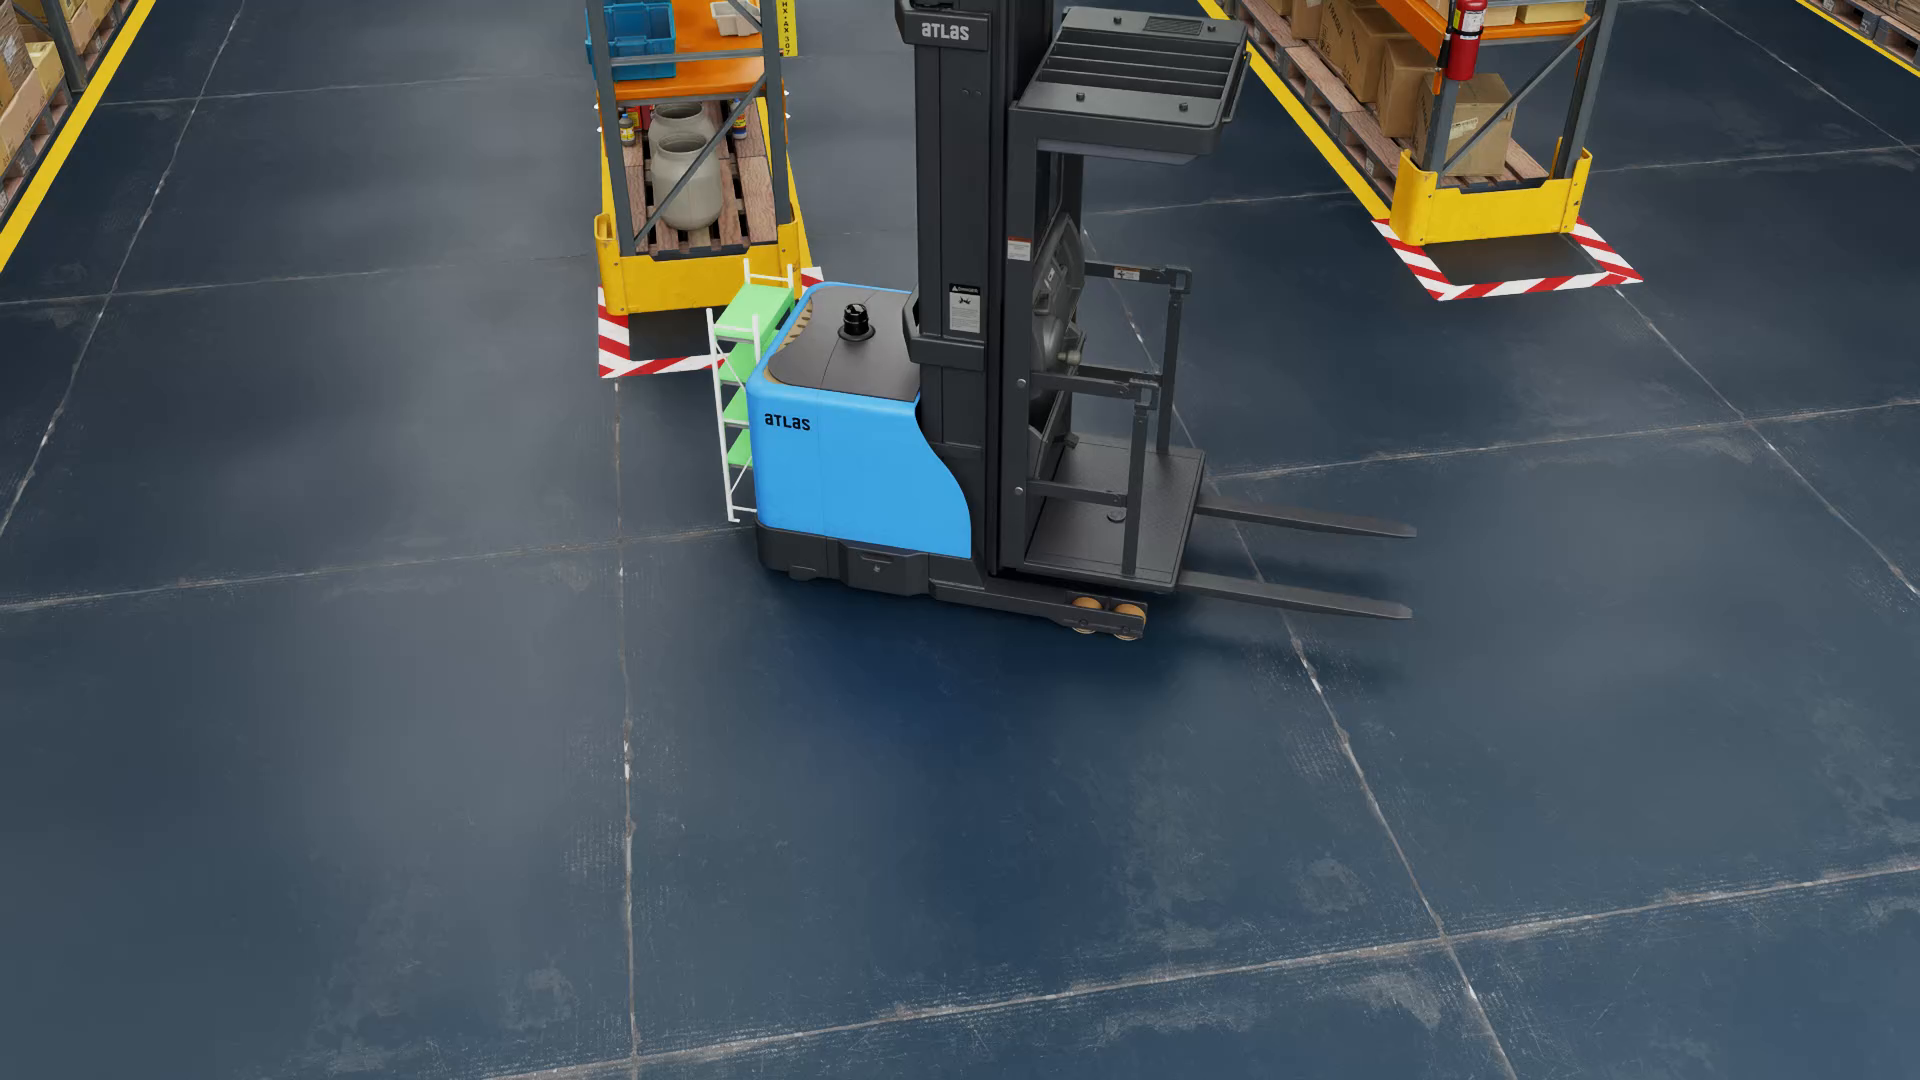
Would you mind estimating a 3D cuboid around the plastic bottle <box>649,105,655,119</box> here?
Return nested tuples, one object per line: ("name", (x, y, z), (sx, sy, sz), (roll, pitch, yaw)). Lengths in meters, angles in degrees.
("plastic bottle", (-2.165, -3.029, 11.526), (0.097, 0.201, 0.097), (0, 38, 0))

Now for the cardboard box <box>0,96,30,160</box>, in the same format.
("cardboard box", (-6.592, -2.740, 11.131), (0.500, 0.250, 0.500), (-6, 38, -8))

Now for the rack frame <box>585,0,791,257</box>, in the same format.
("rack frame", (-1.490, -2.635, 9.096), (1.000, 3.000, 0.127), (-6, 38, -8))

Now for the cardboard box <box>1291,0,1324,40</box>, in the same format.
("cardboard box", (2.824, -4.171, 12.769), (0.500, 0.500, 0.500), (5, 38, 7))

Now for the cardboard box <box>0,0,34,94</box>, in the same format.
("cardboard box", (-6.695, -3.336, 11.287), (0.500, 0.500, 0.500), (-6, 38, -8))

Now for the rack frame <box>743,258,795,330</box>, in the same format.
("rack frame", (-0.912, -0.845, 8.260), (0.240, 1.200, 0.015), (9, 39, 11))

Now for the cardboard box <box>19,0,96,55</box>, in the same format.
("cardboard box", (-6.895, -3.870, 12.586), (0.500, 0.250, 0.500), (-7, 38, -9))

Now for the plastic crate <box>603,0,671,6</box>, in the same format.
("plastic crate", (-1.980, -3.239, 9.995), (0.499, 0.251, 0.408), (-6, 38, -8))

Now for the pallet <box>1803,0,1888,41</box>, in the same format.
("pallet", (7.643, -4.487, 13.753), (1.003, 0.211, 1.213), (-6, 38, -8))

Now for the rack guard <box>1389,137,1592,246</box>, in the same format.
("rack guard", (3.373, -2.226, 10.608), (1.175, 0.500, 0.348), (-6, 38, -8))

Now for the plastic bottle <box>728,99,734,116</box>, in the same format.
("plastic bottle", (-1.561, -3.067, 11.517), (0.097, 0.271, 0.097), (0, 38, 0))

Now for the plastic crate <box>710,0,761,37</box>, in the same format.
("plastic crate", (-1.330, -3.106, 9.917), (0.298, 0.136, 0.250), (-6, 38, -8))

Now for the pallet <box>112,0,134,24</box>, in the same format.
("pallet", (-7.453, -4.598, 13.897), (1.003, 0.211, 1.213), (-6, 38, -8))

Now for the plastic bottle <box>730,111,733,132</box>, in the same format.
("plastic bottle", (-1.519, -2.894, 11.353), (0.097, 0.201, 0.097), (0, 38, 0))

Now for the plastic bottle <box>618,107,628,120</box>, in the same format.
("plastic bottle", (-2.282, -2.866, 11.250), (0.061, 0.283, 0.133), (-5, 38, -7))

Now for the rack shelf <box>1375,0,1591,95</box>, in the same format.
("rack shelf", (3.036, -4.091, 11.558), (1.077, 0.370, 4.000), (-6, 38, -8))

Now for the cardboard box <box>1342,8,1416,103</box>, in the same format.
("cardboard box", (3.064, -3.463, 11.857), (0.500, 0.500, 0.500), (-3, 38, -4))

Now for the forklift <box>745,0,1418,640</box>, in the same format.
("forklift", (0.611, -1.063, 7.129), (3.031, 2.935, 1.130), (9, 39, 11))

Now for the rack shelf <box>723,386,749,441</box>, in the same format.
("rack shelf", (-0.972, -0.650, 8.112), (0.258, 0.148, 0.480), (9, 39, 11))

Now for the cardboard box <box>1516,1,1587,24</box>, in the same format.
("cardboard box", (3.571, -3.266, 10.114), (0.380, 0.149, 0.250), (-6, 38, -8))

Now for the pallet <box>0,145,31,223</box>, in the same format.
("pallet", (-6.753, -2.196, 10.804), (1.003, 0.211, 1.213), (-6, 38, -8))

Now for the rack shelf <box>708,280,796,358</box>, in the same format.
("rack shelf", (-0.972, -1.029, 7.818), (0.258, 0.148, 0.480), (9, 39, 11))

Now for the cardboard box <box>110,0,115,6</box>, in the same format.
("cardboard box", (-7.077, -4.492, 13.386), (0.500, 0.250, 0.500), (-7, 38, -9))

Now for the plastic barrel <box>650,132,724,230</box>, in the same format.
("plastic barrel", (-1.680, -2.207, 10.232), (0.421, 0.512, 0.421), (0, 38, 0))

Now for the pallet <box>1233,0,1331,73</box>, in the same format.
("pallet", (2.838, -4.080, 13.230), (1.003, 0.211, 1.213), (-6, 38, -8))

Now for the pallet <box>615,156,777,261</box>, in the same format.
("pallet", (-1.686, -2.066, 10.637), (1.003, 0.211, 1.213), (-6, 38, -8))

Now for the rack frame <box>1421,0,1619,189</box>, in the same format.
("rack frame", (3.387, -3.167, 9.782), (1.000, 3.000, 0.127), (-6, 38, -8))

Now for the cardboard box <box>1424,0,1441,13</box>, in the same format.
("cardboard box", (3.090, -3.369, 10.246), (0.380, 0.149, 0.250), (-6, 38, -8))

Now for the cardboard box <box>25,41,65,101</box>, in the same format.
("cardboard box", (-6.772, -3.344, 11.908), (0.500, 0.250, 0.500), (-6, 38, -8))

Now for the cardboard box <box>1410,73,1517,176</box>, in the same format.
("cardboard box", (3.294, -2.725, 10.908), (0.500, 0.500, 0.500), (0, 38, 1))

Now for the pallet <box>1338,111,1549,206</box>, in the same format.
("pallet", (3.266, -2.607, 11.333), (1.003, 0.211, 1.213), (-6, 38, -8))

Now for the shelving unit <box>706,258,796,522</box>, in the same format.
("shelving unit", (-0.972, -0.700, 8.073), (0.258, 1.200, 0.503), (9, 39, 11))
